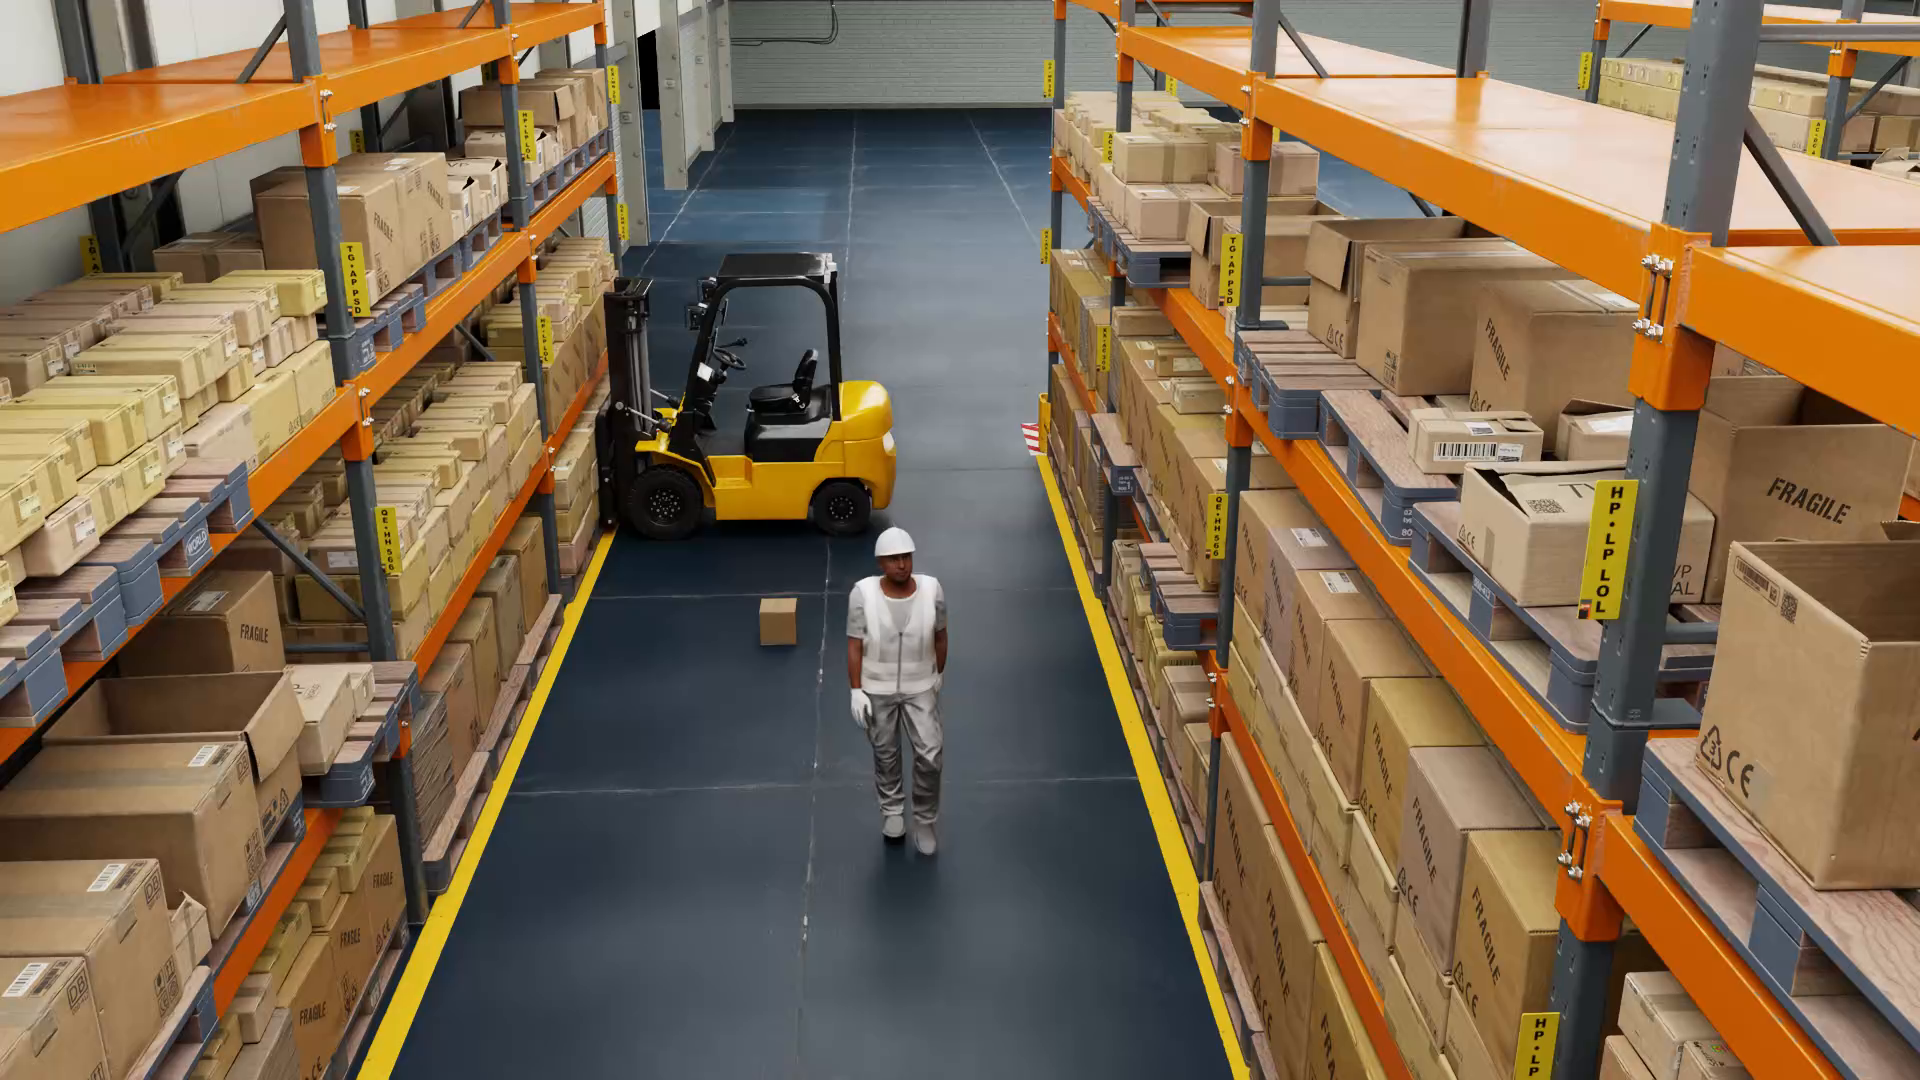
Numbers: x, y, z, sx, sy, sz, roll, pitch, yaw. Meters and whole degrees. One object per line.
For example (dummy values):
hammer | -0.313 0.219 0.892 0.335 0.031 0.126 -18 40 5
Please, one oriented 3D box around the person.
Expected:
person | -0.324 0.822 8.820 0.544 1.825 0.485 -2 20 -5
